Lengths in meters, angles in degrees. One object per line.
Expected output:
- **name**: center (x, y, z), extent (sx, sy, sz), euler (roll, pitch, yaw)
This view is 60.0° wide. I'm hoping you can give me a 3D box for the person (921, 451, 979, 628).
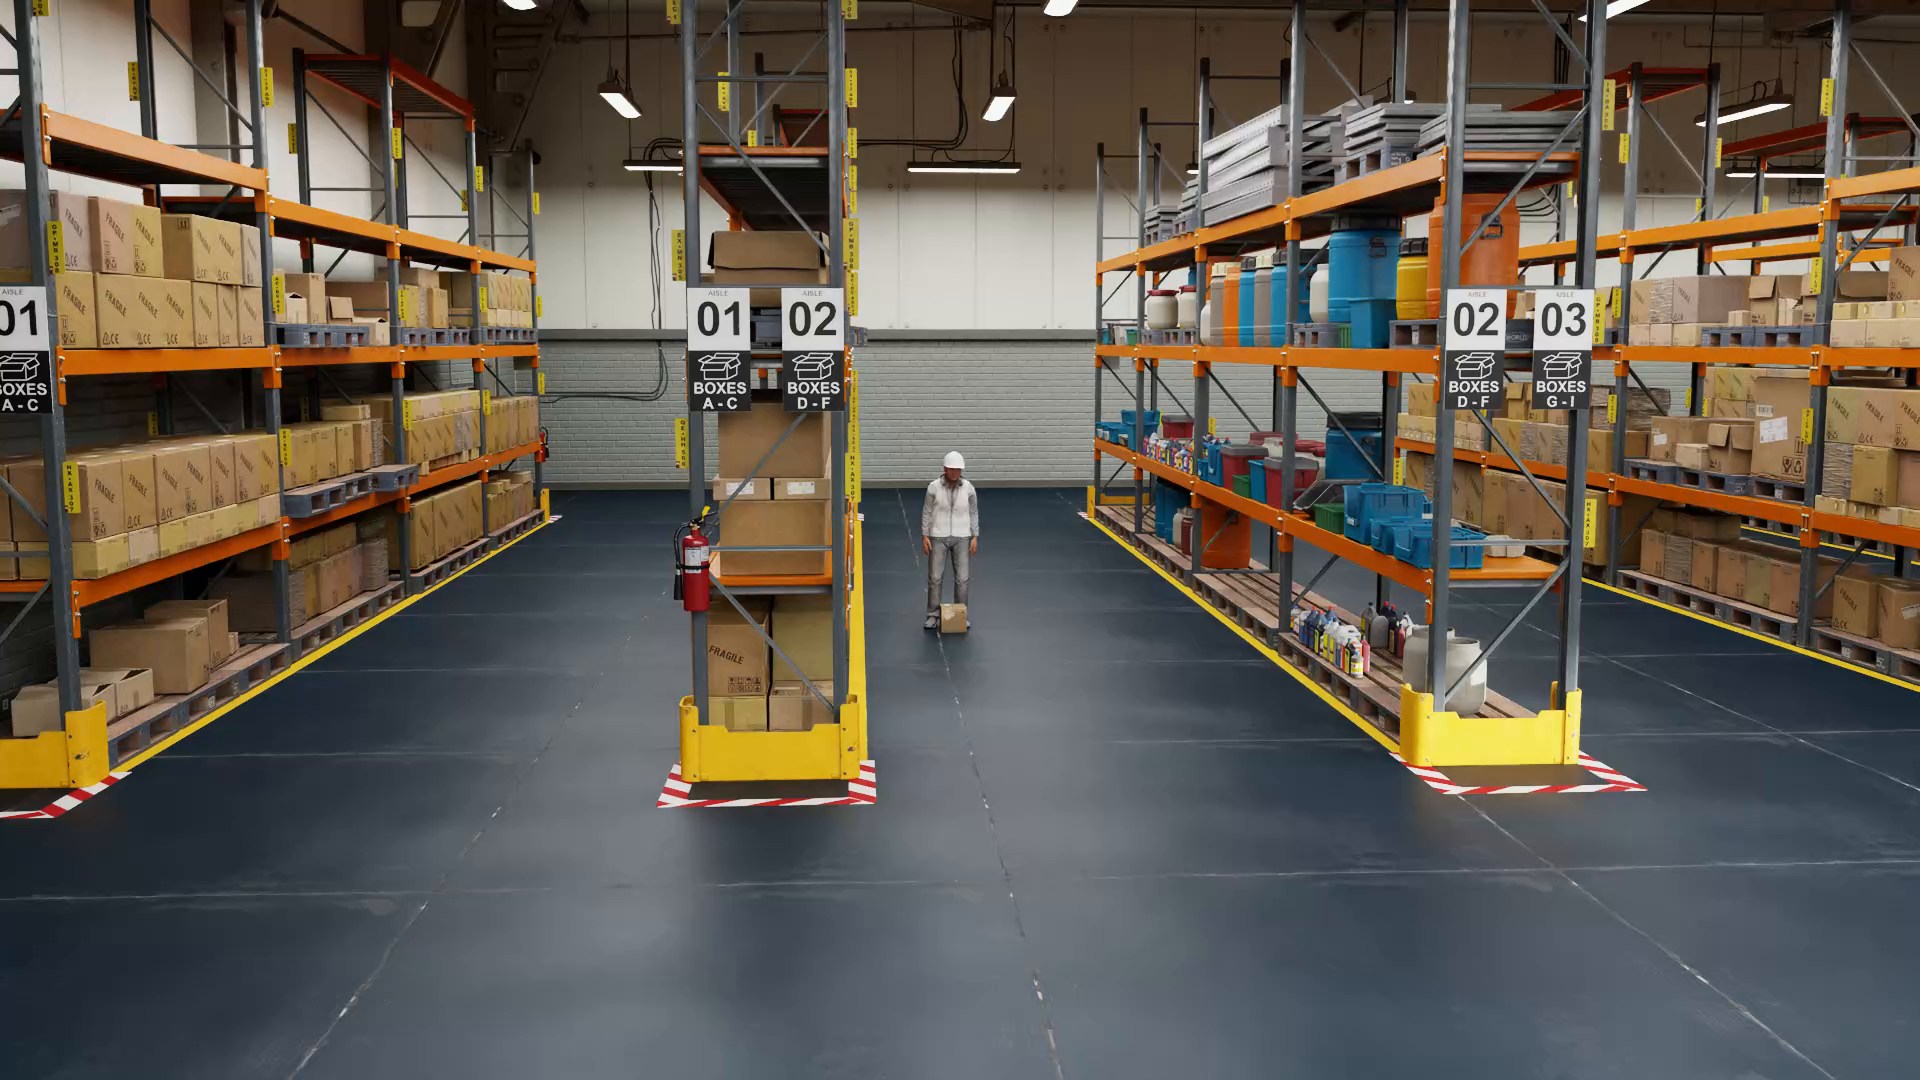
- **person**: center (-0.099, -0.009, 16.708), extent (0.582, 1.769, 0.467), euler (-1, 7, -7)
